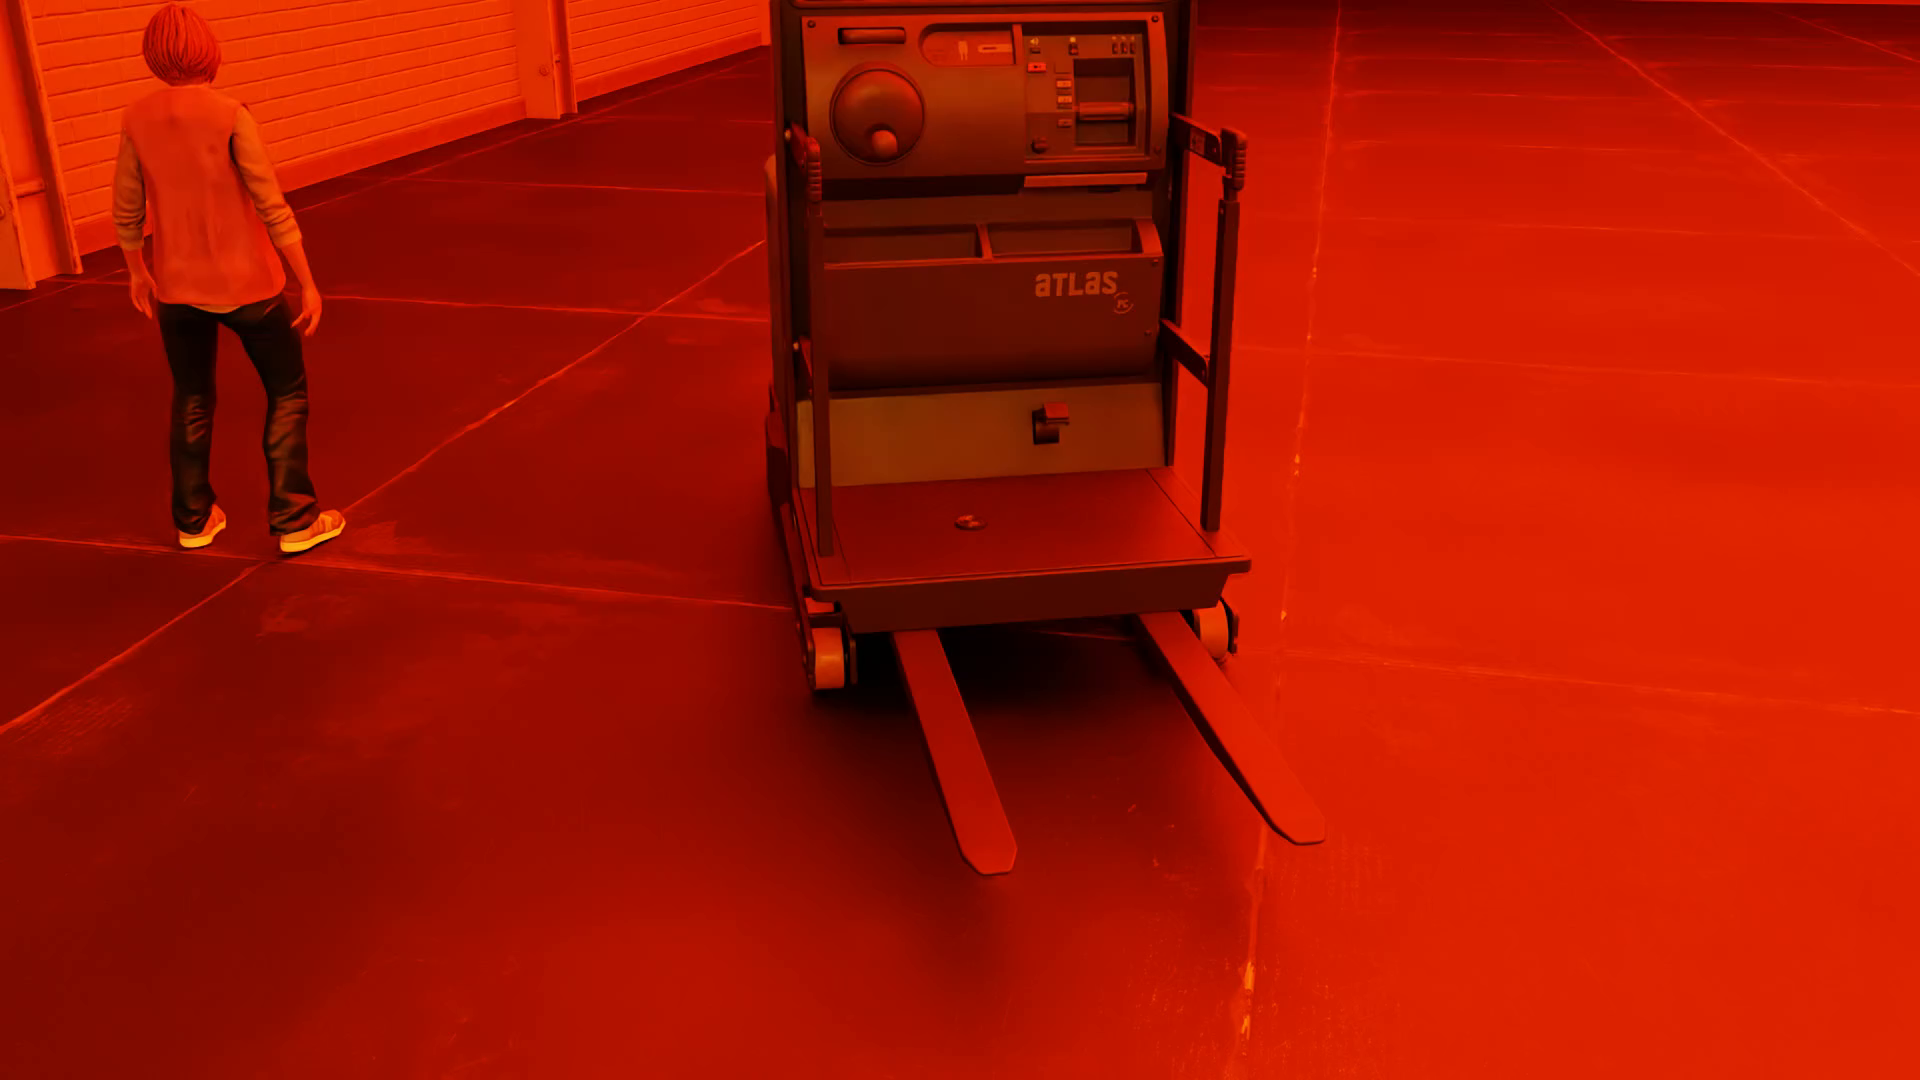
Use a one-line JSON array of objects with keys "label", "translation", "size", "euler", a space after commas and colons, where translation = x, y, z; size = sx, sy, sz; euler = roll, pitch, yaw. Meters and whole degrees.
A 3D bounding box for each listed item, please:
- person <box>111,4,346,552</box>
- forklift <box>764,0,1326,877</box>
[{"label": "person", "translation": [-2.136, -0.724, 4.827], "size": [0.583, 1.587, 0.360], "euler": [1, 22, 2]}, {"label": "forklift", "translation": [0.108, -1.121, 4.017], "size": [1.130, 2.935, 3.031], "euler": [-4, 22, -9]}]
